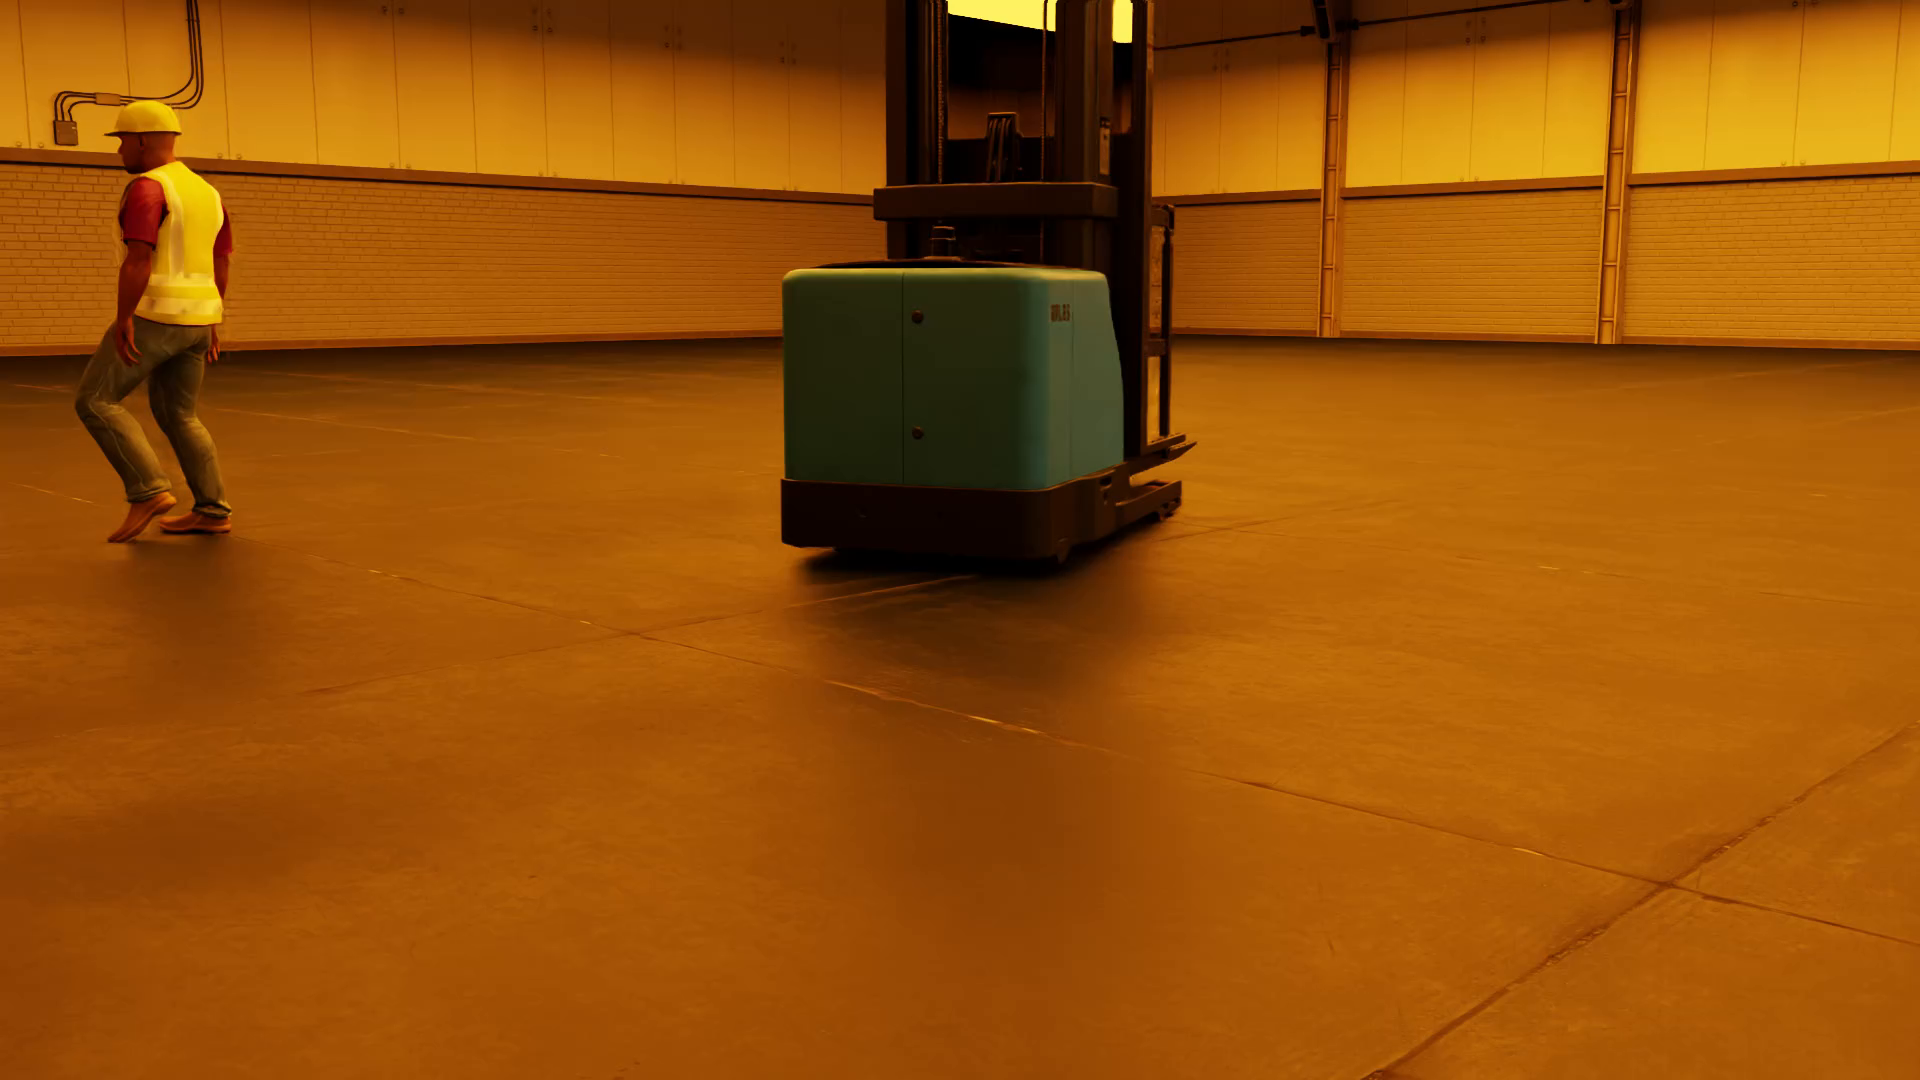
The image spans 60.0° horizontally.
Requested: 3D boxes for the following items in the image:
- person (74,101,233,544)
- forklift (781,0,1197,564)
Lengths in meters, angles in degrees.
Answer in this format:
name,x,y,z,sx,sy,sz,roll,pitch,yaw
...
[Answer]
name,x,y,z,sx,sy,sz,roll,pitch,yaw
person,-3.273,-0.877,6.748,0.483,1.765,0.687,0,9,3
forklift,0.350,-1.544,7.131,1.130,2.935,3.031,3,9,21
